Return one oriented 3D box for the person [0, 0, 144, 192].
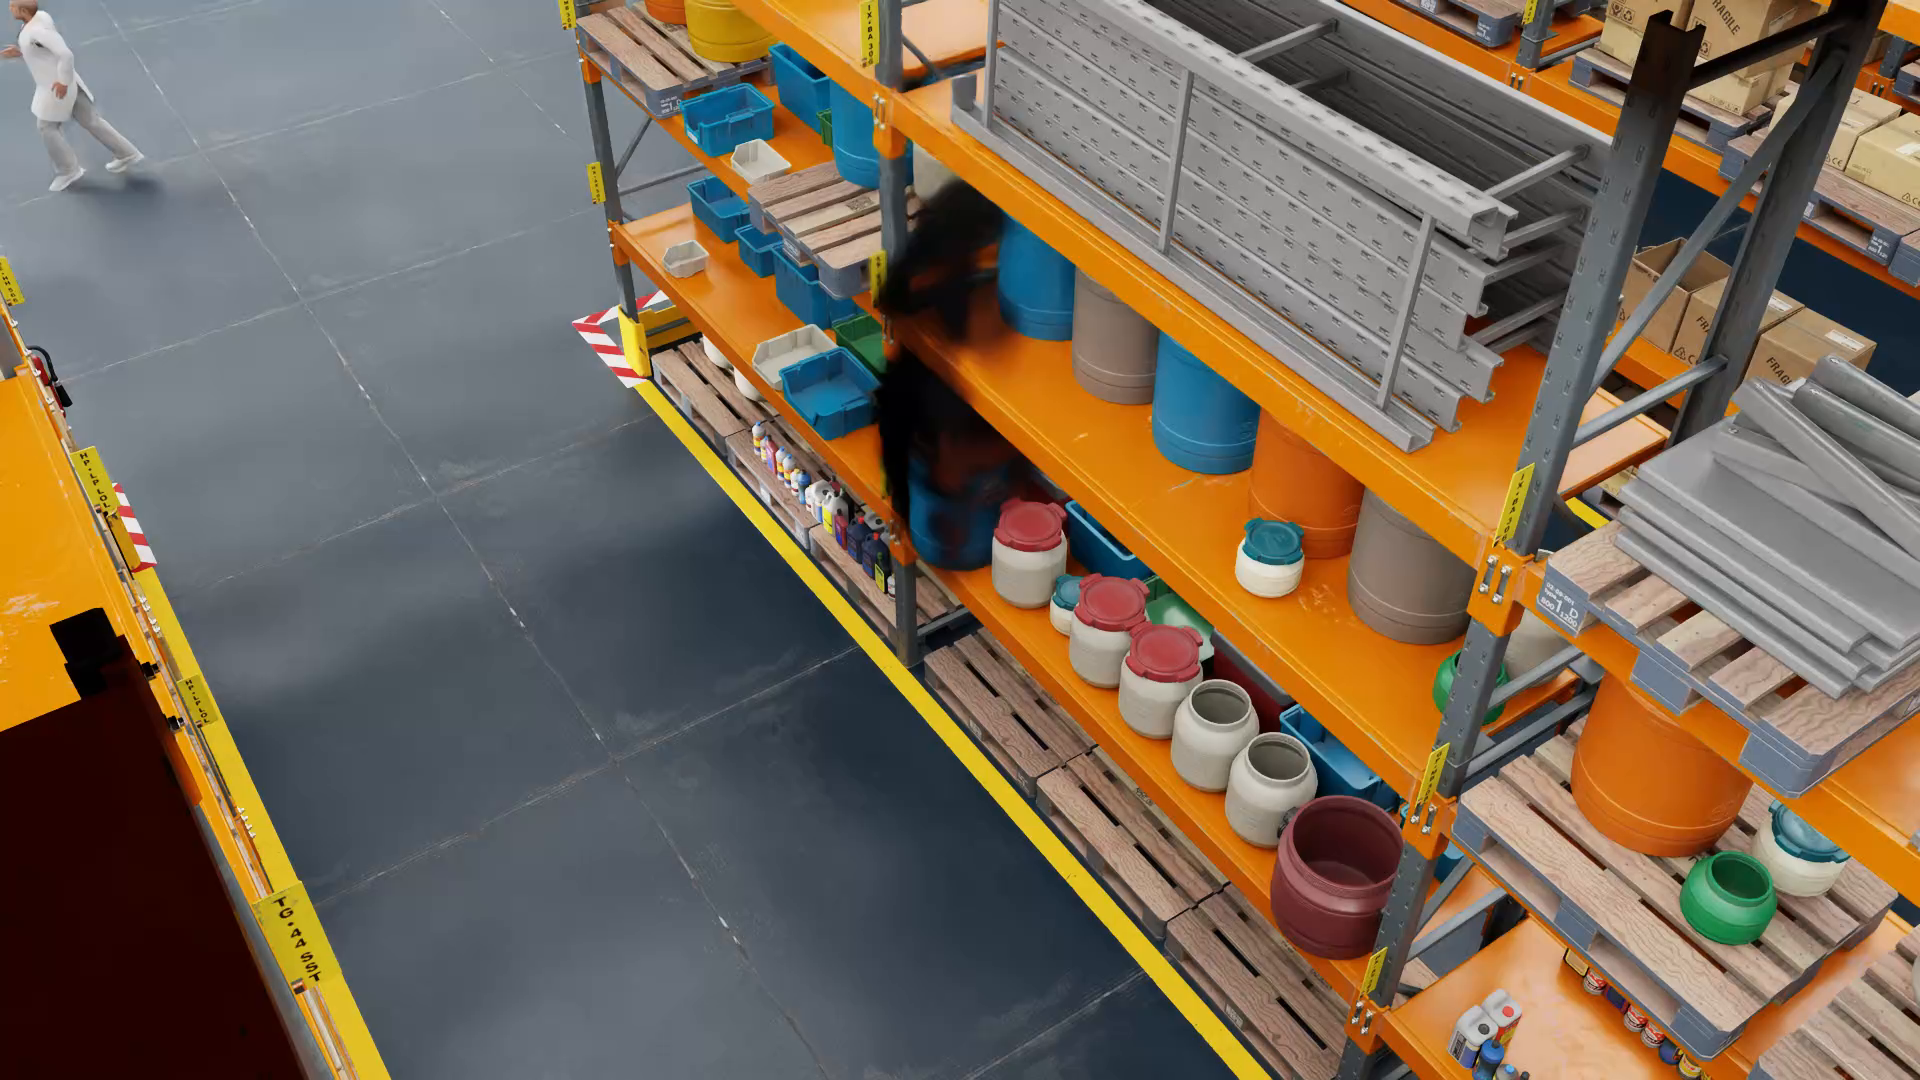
[{"bbox_3d":[-7.968,-3.941,14.873,0.881,1.638,0.683,-6,43,-6],"label":"person"}]
